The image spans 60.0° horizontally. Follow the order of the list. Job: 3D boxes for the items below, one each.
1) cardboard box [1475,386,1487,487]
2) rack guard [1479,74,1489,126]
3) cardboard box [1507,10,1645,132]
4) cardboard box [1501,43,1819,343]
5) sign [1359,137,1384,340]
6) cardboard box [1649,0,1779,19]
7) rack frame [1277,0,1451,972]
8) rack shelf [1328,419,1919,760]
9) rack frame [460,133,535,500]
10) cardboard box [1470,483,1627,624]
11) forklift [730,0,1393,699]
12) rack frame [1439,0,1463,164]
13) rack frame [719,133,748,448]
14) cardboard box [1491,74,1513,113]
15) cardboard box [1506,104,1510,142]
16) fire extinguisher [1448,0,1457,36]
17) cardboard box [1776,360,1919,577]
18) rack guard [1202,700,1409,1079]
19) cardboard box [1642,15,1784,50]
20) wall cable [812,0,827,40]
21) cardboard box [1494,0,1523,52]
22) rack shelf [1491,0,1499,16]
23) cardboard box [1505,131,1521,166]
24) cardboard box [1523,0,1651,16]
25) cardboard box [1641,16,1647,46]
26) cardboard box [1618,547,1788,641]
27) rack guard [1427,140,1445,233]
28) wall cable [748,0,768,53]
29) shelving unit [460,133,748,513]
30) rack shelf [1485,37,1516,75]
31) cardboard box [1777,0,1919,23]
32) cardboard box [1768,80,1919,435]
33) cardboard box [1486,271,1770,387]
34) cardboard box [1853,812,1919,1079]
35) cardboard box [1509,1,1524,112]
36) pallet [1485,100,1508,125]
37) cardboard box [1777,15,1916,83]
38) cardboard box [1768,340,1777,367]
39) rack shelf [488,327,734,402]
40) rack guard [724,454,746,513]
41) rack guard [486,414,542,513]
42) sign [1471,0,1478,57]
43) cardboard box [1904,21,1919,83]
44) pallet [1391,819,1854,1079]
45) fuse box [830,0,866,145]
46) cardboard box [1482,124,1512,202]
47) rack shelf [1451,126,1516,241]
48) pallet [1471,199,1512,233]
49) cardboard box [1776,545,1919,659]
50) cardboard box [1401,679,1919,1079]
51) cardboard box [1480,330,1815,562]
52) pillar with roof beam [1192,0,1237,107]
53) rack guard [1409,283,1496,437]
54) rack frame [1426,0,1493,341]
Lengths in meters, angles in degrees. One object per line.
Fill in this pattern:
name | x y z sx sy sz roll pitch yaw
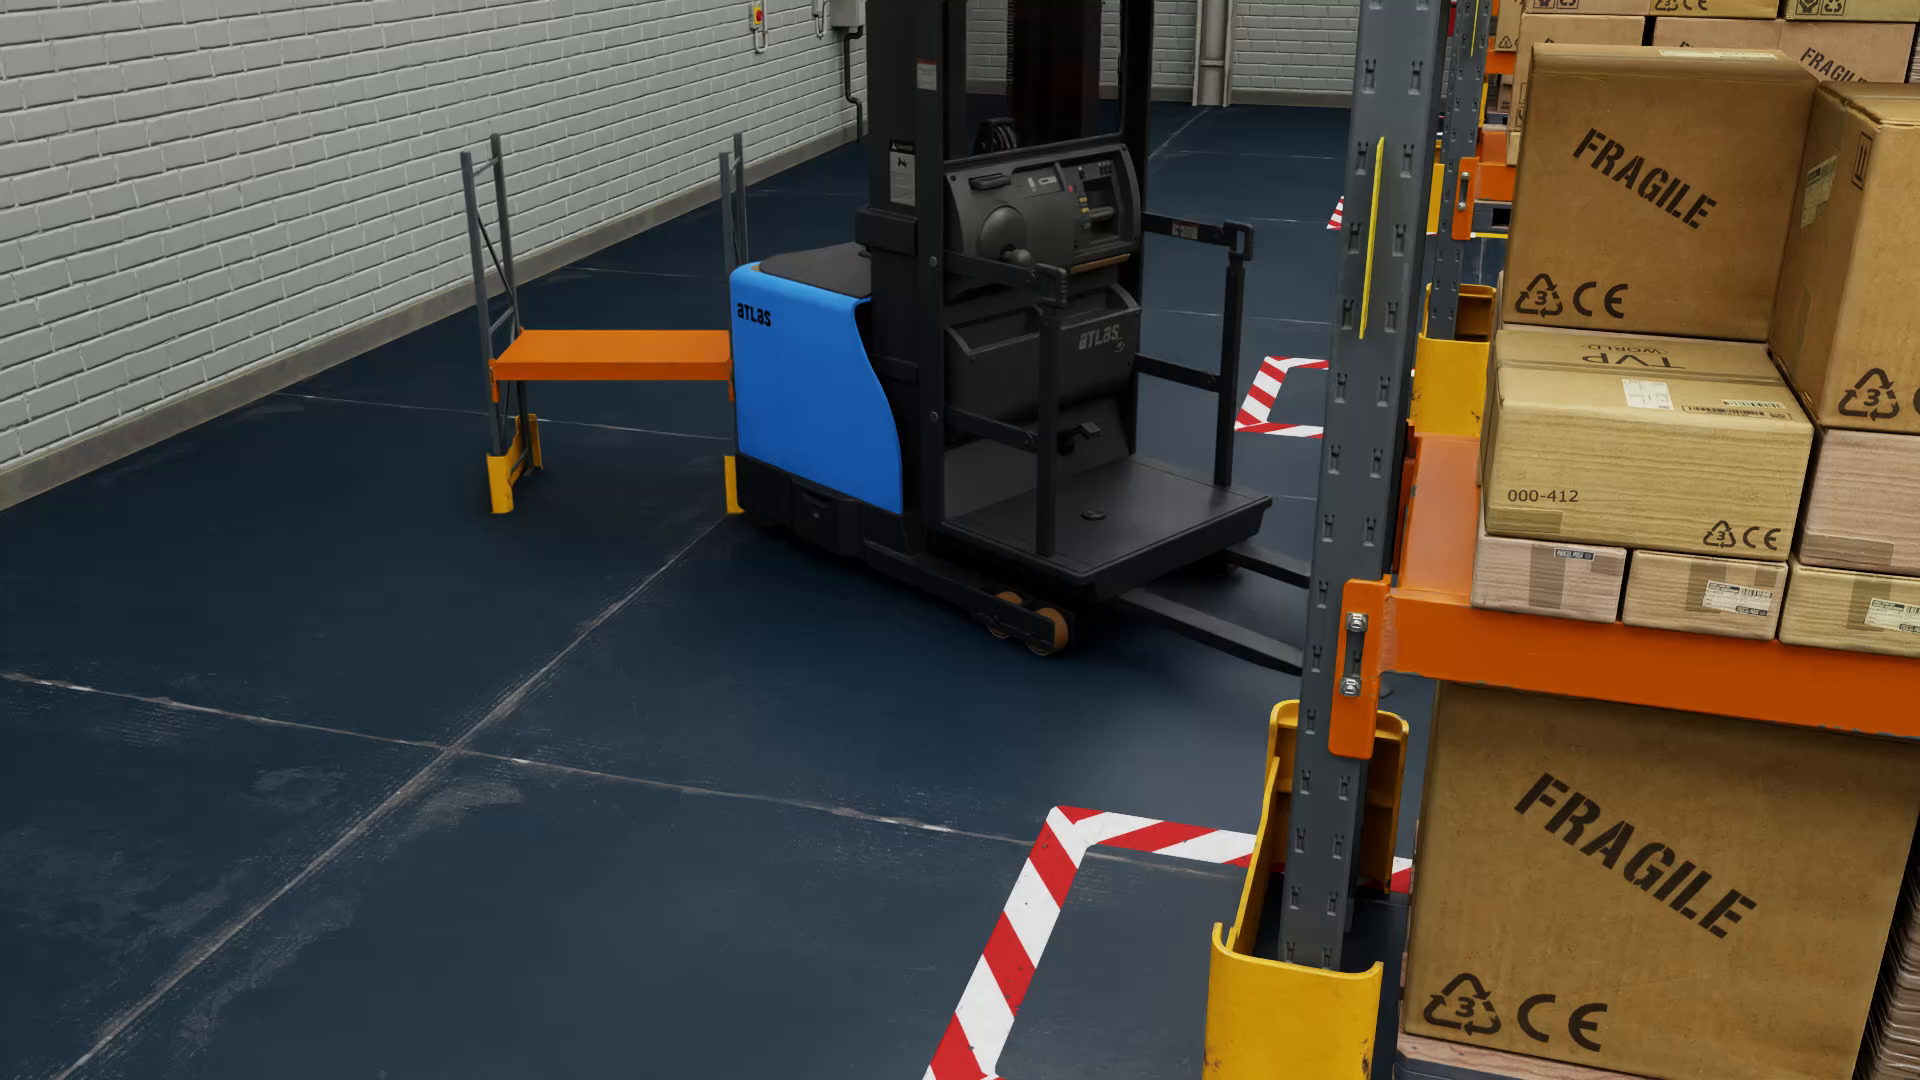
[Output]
cardboard box | 1.299 -0.237 3.727 0.250 0.149 0.380 7 23 17
rack guard | 5.228 -4.513 17.112 0.348 0.500 1.175 7 23 16
cardboard box | 2.742 -2.098 7.409 0.500 0.500 0.500 8 24 18
cardboard box | 1.405 -0.730 3.415 0.500 0.500 0.500 7 23 16
sign | 0.697 -0.509 2.814 0.005 0.325 0.100 7 23 16
cardboard box | 3.230 -2.512 7.100 0.500 0.500 0.500 7 23 17
rack frame | 0.863 -0.273 3.483 0.127 3.000 1.000 7 23 16
rack shelf | 2.777 0.279 3.085 4.000 0.370 1.077 7 23 16
rack frame | -1.947 -0.920 7.037 0.032 1.500 0.500 0 22 0
cardboard box | 1.107 0.002 3.143 0.250 0.149 0.380 7 23 16
forklift | 0.459 -1.173 5.769 1.130 2.935 3.031 -20 30 -40
rack frame | 3.725 -3.874 12.261 0.127 3.000 1.000 7 23 16
rack frame | -0.931 -0.921 7.039 0.032 1.500 0.500 0 22 0
cardboard box | 5.714 -4.615 16.805 0.637 0.503 0.797 6 23 13
cardboard box | 2.786 -2.015 8.060 0.250 0.149 0.380 7 23 16
fire extinguisher | 4.881 -5.317 16.374 0.183 0.674 0.296 7 23 16
cardboard box | 1.744 -0.136 2.954 0.500 0.250 0.500 6 23 15
rack guard | 0.840 0.881 3.964 0.348 0.500 1.175 7 23 16
cardboard box | 3.262 -2.049 7.289 0.500 0.500 0.500 7 23 16
wall cable | -1.281 -5.470 14.814 0.122 1.984 0.588 7 23 16
cardboard box | 4.102 -3.763 11.859 0.500 0.500 0.500 6 23 15
rack shelf | 7.070 -5.125 16.260 4.000 0.370 1.077 7 23 16
cardboard box | 2.608 -1.793 7.520 0.250 0.149 0.380 6 23 15
cardboard box | 2.745 -2.565 7.229 0.500 0.500 0.500 6 23 15
cardboard box | 3.388 -2.234 7.739 0.500 0.500 0.500 6 23 15
cardboard box | 1.353 0.030 3.076 0.250 0.149 0.380 6 23 15
rack guard | 3.702 -2.720 12.742 0.348 0.500 1.175 7 23 16
wall cable | -1.680 -4.968 13.548 0.123 1.953 0.585 7 23 16
shelving unit | -1.448 -0.921 7.038 1.083 1.500 0.587 0 22 0
rack shelf | 5.640 -3.321 11.863 4.000 0.370 1.077 7 23 16
cardboard box | 3.722 -2.447 6.941 0.500 0.500 0.500 6 23 14
cardboard box | 1.723 -0.483 2.812 0.500 0.500 0.500 6 23 14
cardboard box | 1.403 -0.384 3.560 0.500 0.250 0.500 6 23 15
cardboard box | 2.370 0.657 3.463 0.875 0.875 0.875 7 23 16
cardboard box | 2.897 -2.292 7.882 0.500 0.500 0.500 7 23 17
pallet | 5.992 -4.292 16.955 1.213 0.211 1.003 7 23 16
cardboard box | 3.727 -1.991 7.147 0.500 0.500 0.500 7 23 16
cardboard box | 1.889 -0.329 3.424 0.500 0.250 0.500 6 23 15
rack shelf | -1.439 -0.754 7.106 1.000 0.185 0.538 0 22 0
rack guard | -0.950 -0.343 7.276 0.087 0.250 0.587 0 22 0
rack guard | -1.946 -0.342 7.275 0.087 0.250 0.587 0 22 0
sign | 2.235 -2.267 7.204 0.005 0.325 0.100 7 23 16
cardboard box | 4.217 -1.937 7.016 0.500 0.500 0.500 6 23 14
pallet | 1.651 1.076 3.868 1.213 0.211 1.003 7 23 16
fuse box | -0.933 -4.634 15.813 0.414 1.711 0.539 7 23 16
cardboard box | 4.386 -2.846 12.579 0.875 0.438 0.875 6 23 14
rack shelf | 4.307 -1.512 7.451 4.000 0.370 1.077 7 23 16
pallet | 4.513 -2.524 12.646 1.213 0.211 1.003 7 23 16
cardboard box | 1.598 0.058 3.008 0.250 0.149 0.380 6 23 14
cardboard box | 1.498 0.557 3.706 0.875 0.875 0.875 7 23 16
cardboard box | 1.244 -0.190 3.088 0.500 0.250 0.500 6 23 14
pillar with roof beam | 1.591 -7.512 13.226 0.400 9.000 9.100 7 23 16
rack guard | 2.465 -0.899 8.303 0.348 0.500 1.175 7 23 16
rack frame | 2.392 -2.064 7.849 0.127 3.000 1.000 7 23 16
